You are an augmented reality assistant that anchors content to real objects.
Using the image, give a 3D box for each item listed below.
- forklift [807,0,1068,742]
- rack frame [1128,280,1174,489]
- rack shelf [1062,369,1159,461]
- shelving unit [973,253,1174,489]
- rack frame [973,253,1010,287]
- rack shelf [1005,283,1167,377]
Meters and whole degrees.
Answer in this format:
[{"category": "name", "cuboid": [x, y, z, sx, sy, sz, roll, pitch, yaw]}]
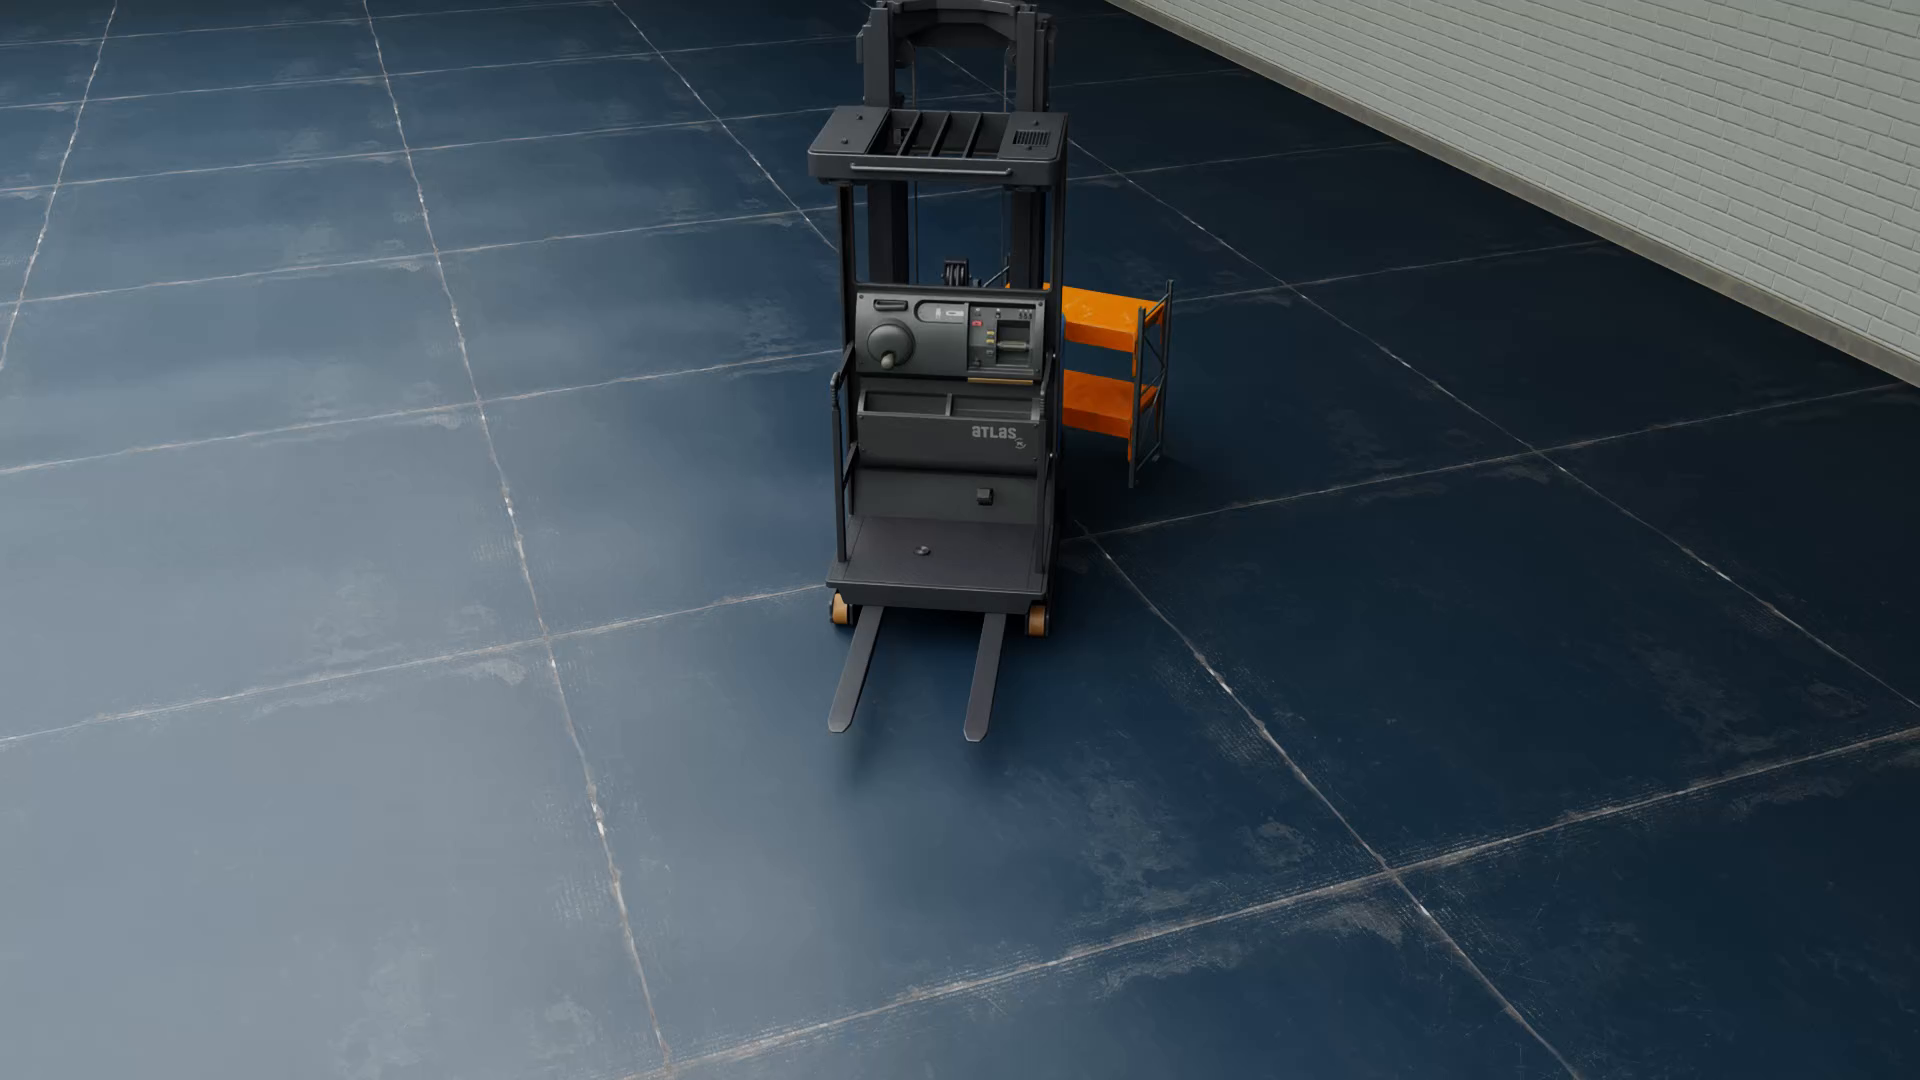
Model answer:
[{"category": "forklift", "cuboid": [-0.071, -0.964, 7.980, 1.130, 2.935, 3.031, 3, 30, 6]}, {"category": "rack frame", "cuboid": [1.113, -0.904, 9.701, 0.032, 1.125, 0.500, 14, 32, 22]}, {"category": "rack shelf", "cuboid": [0.656, -0.802, 10.015, 1.000, 0.278, 0.538, 14, 32, 22]}, {"category": "shelving unit", "cuboid": [0.656, -1.015, 9.894, 1.048, 1.125, 0.538, 14, 32, 22]}, {"category": "rack frame", "cuboid": [0.199, -1.125, 10.088, 0.032, 1.125, 0.500, 14, 32, 22]}, {"category": "rack shelf", "cuboid": [0.656, -1.269, 9.750, 1.000, 0.278, 0.538, 14, 32, 22]}]
